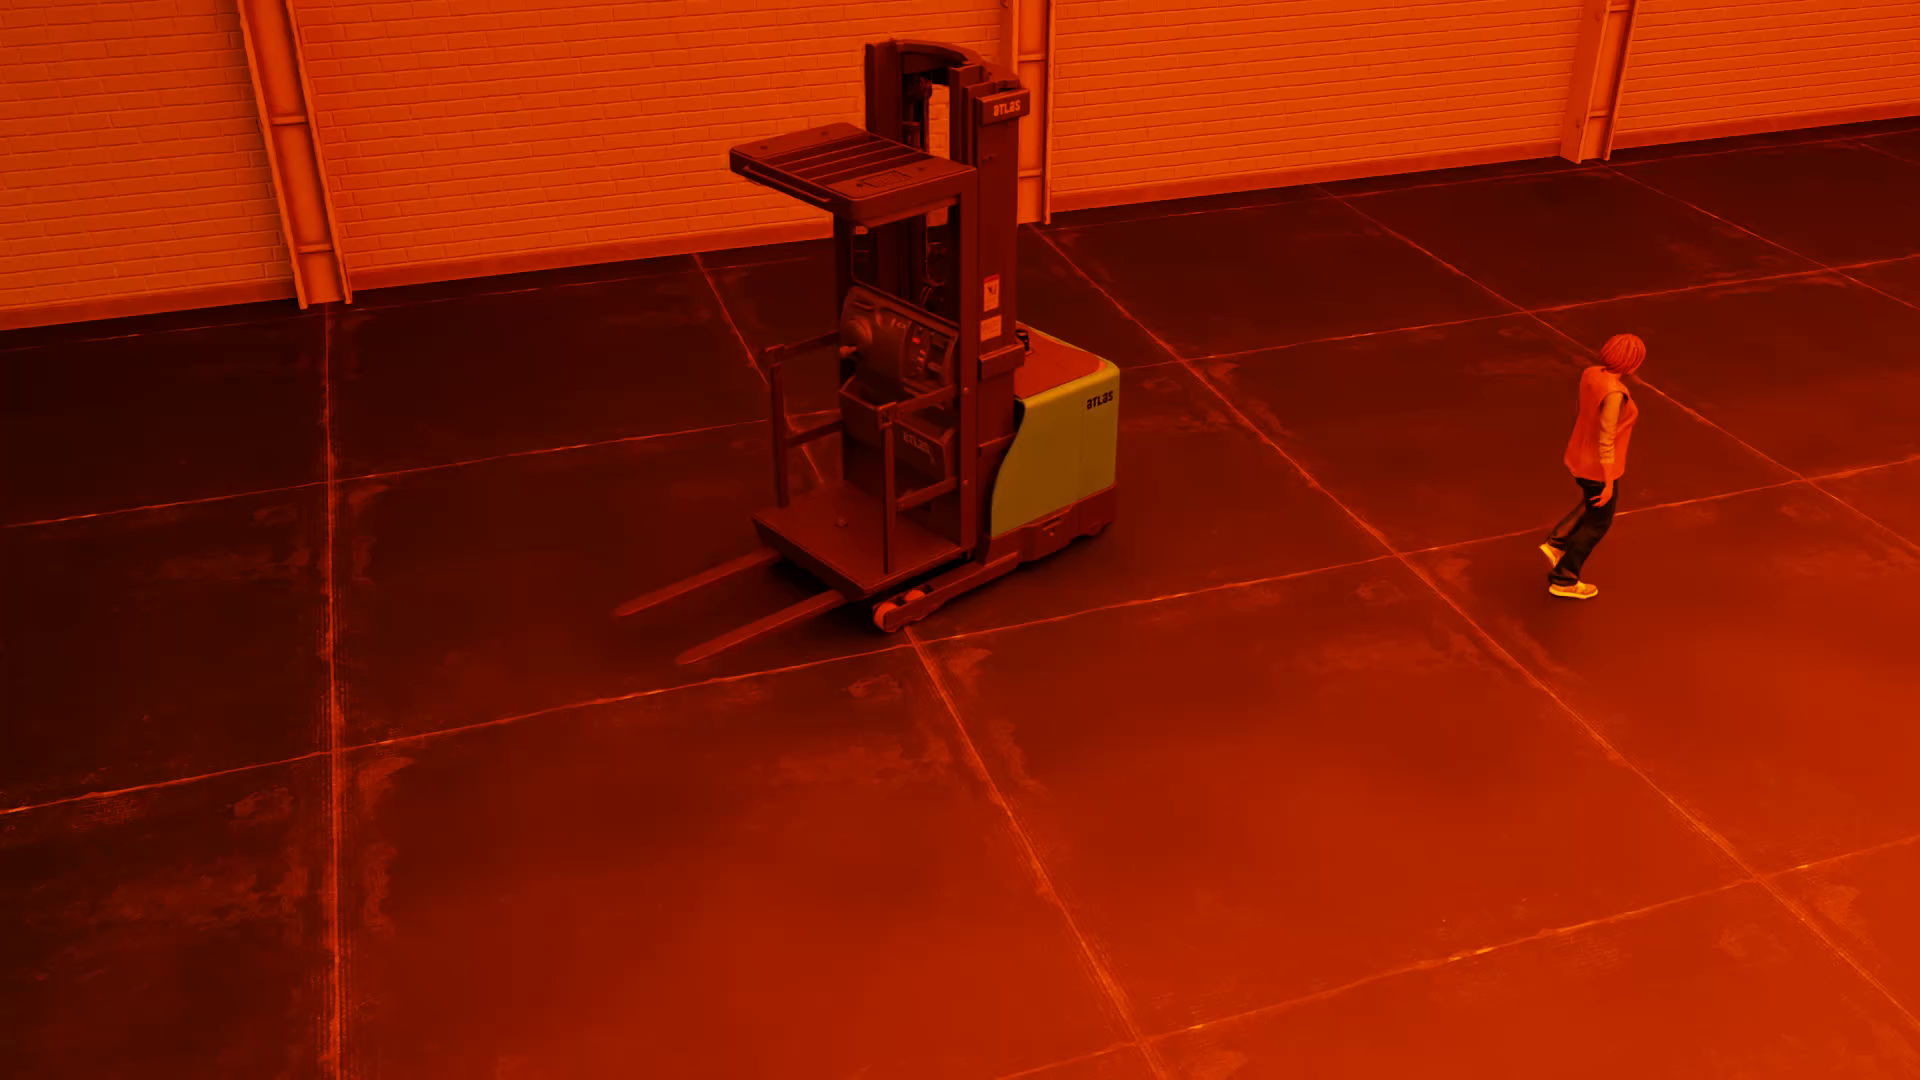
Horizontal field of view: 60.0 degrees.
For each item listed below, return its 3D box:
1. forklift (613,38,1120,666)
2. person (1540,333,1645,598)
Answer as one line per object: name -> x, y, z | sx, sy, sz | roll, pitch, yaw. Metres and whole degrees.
forklift -> -0.499, -1.056, 8.922 | 3.031, 2.935, 1.130 | -23, 37, -34
person -> 3.532, -0.406, 9.153 | 0.408, 1.578, 0.550 | -3, 30, -4
